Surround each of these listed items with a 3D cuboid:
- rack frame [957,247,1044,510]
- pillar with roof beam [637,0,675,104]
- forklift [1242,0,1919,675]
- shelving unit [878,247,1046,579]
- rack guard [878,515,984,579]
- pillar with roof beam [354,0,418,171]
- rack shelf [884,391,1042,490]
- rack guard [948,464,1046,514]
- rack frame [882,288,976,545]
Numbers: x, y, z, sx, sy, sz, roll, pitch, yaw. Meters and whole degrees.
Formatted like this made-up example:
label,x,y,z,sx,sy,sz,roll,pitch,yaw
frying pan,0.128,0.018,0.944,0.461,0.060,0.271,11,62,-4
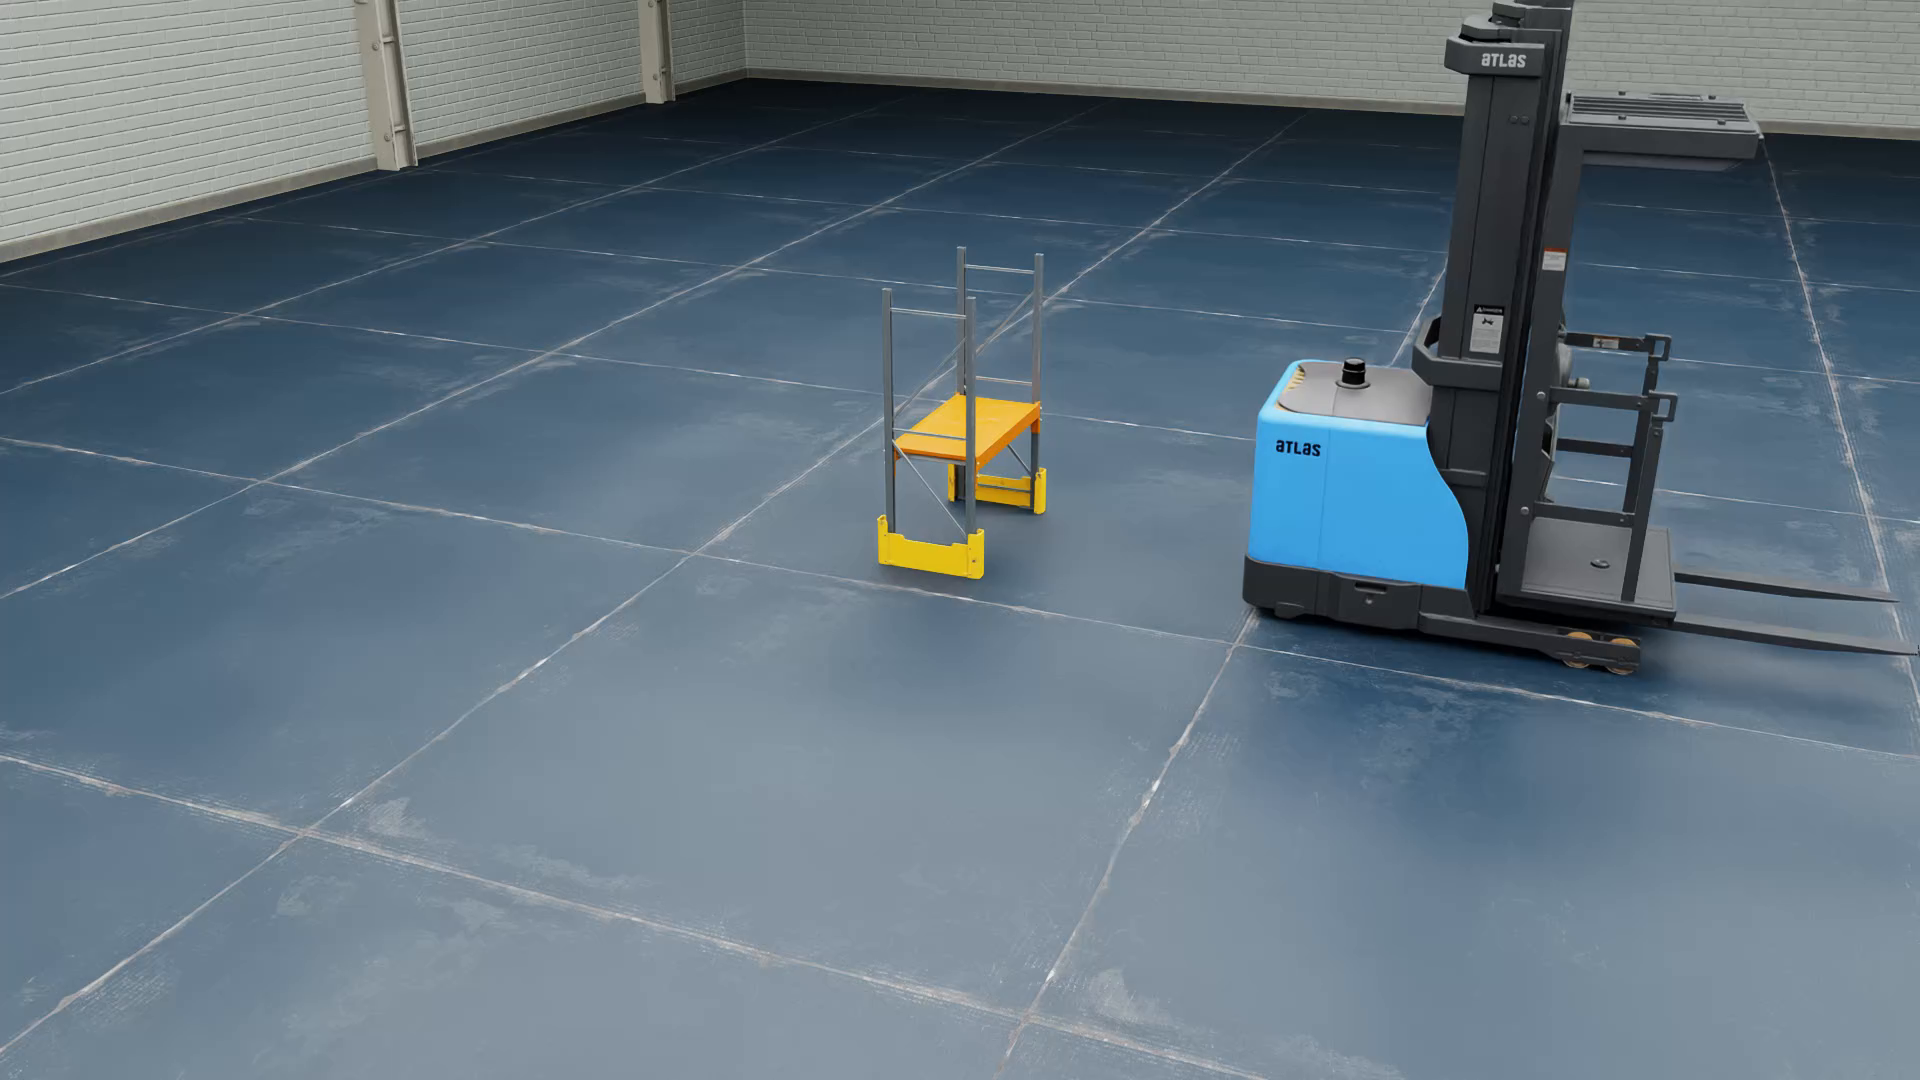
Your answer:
label,x,y,z,sx,sy,sz,roll,pitch,yaw
rack frame,0.221,-0.904,9.470,0.500,1.500,0.032,9,24,20
pillar with roof beam,-0.534,-10.162,21.904,9.100,9.000,0.400,9,24,20
forklift,2.992,-0.957,7.737,3.031,2.935,1.130,8,24,19
shelving unit,0.028,-0.719,9.026,0.587,1.500,1.083,9,24,20
rack guard,-0.157,0.036,8.840,0.587,0.250,0.087,9,24,20
pillar with roof beam,-2.762,-8.015,16.763,9.100,9.000,0.400,9,24,20
rack shelf,0.032,-0.557,9.103,0.538,0.185,1.000,9,24,20
rack guard,0.213,-0.321,9.694,0.587,0.250,0.087,9,24,20
rack frame,-0.157,-0.541,8.598,0.500,1.500,0.032,9,24,20
